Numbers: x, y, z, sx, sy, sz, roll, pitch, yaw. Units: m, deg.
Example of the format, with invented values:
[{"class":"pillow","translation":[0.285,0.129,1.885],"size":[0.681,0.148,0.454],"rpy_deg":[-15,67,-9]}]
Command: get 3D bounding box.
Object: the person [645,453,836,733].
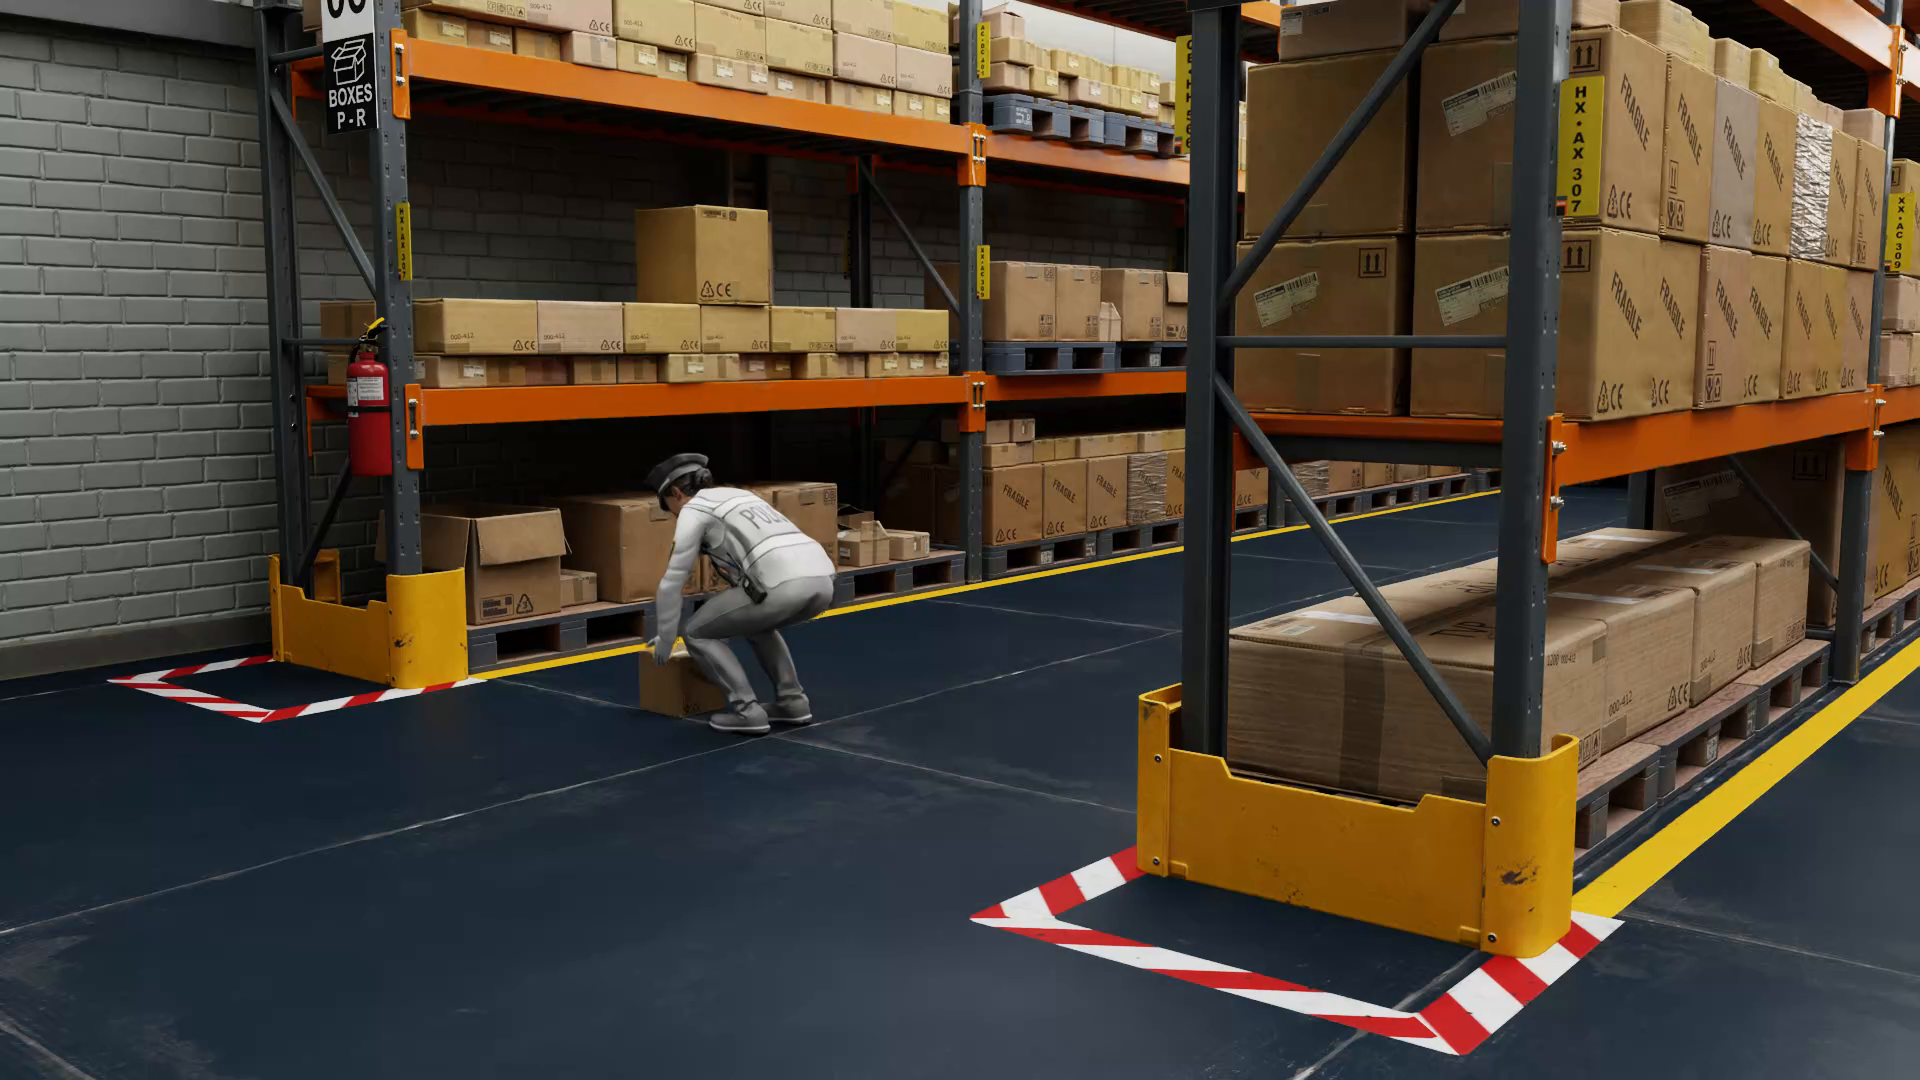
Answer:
[{"class":"person","translation":[-0.891,0.201,6.560],"size":[0.827,1.075,0.505],"rpy_deg":[5,9,38]}]
